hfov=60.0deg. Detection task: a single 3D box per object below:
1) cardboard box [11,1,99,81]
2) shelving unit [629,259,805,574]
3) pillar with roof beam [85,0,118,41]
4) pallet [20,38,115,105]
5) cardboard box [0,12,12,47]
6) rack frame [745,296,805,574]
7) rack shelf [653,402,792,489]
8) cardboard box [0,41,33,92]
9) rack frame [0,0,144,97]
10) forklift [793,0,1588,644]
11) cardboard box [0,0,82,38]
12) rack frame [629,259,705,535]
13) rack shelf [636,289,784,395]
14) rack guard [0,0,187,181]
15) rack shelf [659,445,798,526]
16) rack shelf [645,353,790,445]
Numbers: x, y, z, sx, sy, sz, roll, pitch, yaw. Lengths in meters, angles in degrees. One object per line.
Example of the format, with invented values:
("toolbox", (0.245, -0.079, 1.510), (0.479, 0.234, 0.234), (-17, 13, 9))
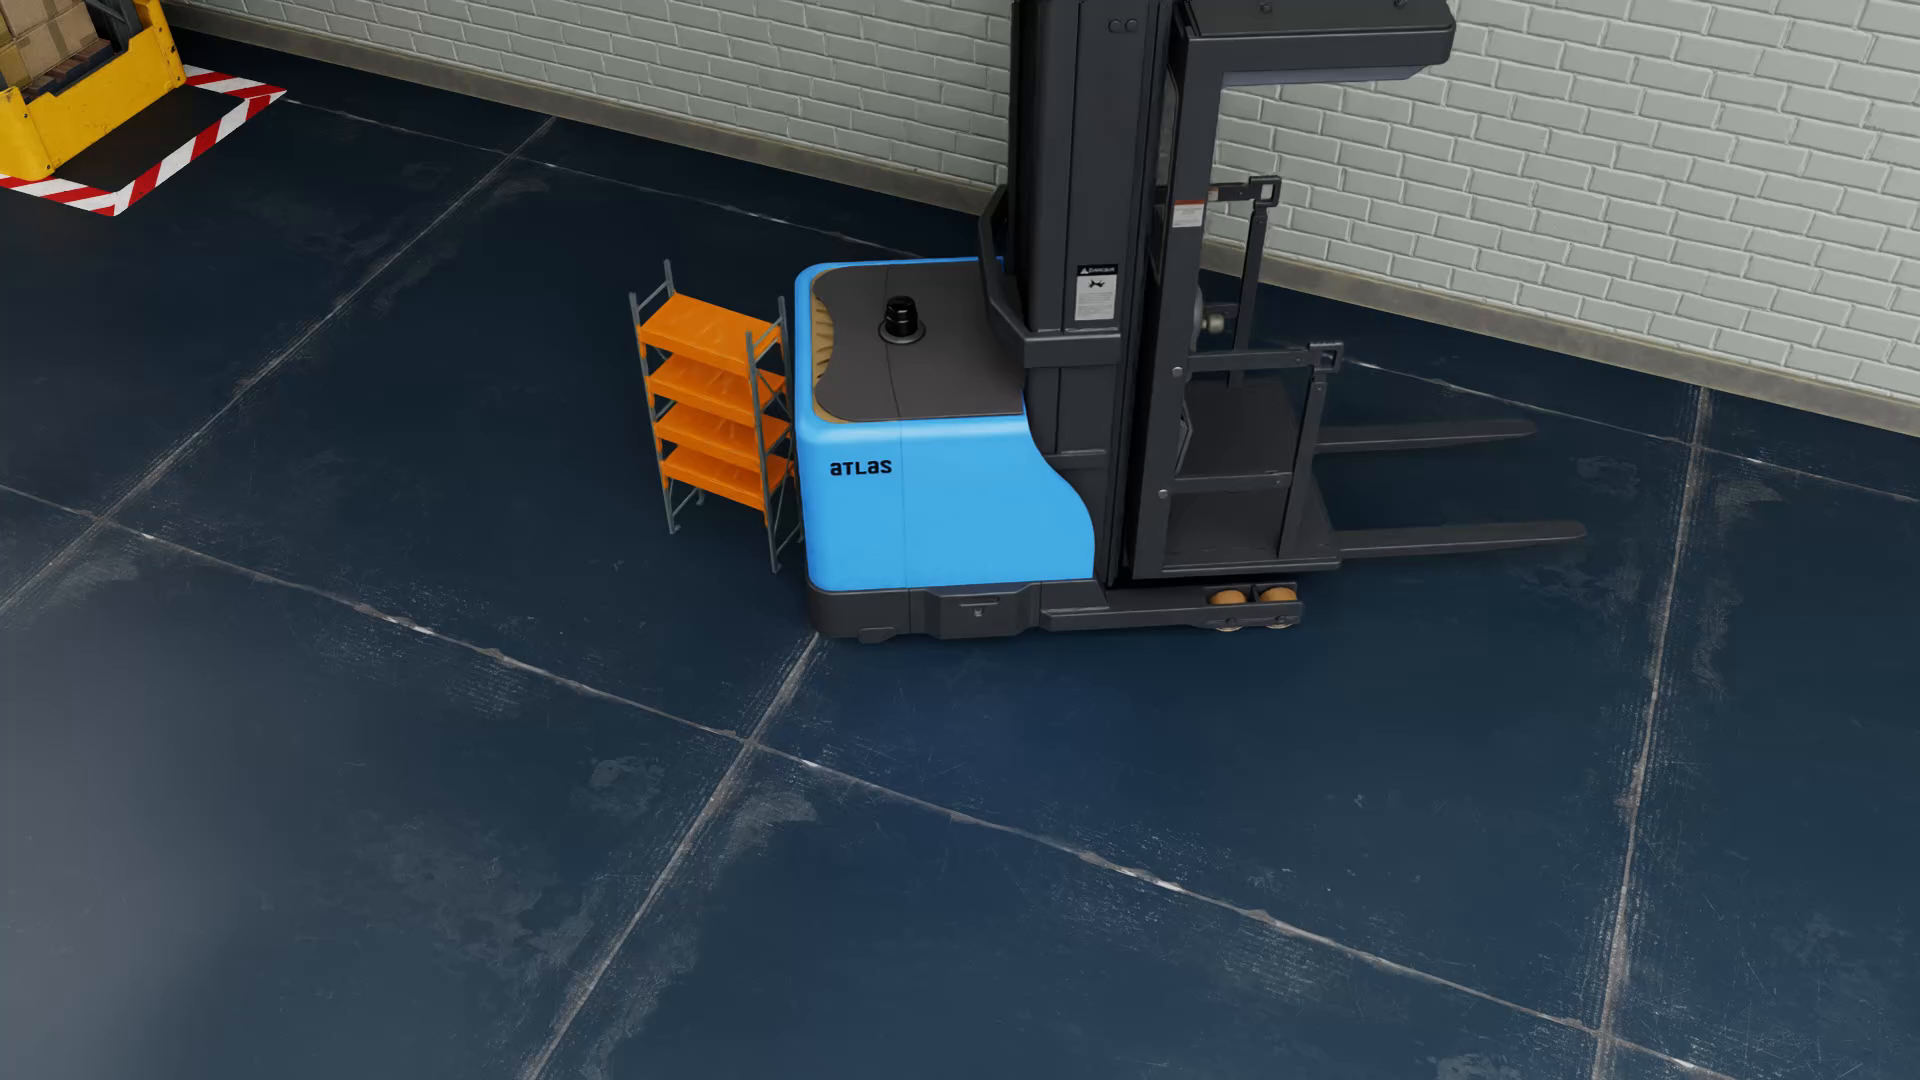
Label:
("cardboard box", (-5.110, -2.777, 9.066), (0.500, 0.250, 0.500), (17, 47, 16))
("shelving unit", (-0.904, -0.446, 6.348), (0.503, 1.200, 0.258), (20, 48, 19))
("pillar with roof beam", (-6.685, -3.442, 3.830), (0.400, 9.000, 9.100), (16, 47, 16))
("pallet", (-5.453, -2.534, 9.147), (1.213, 0.211, 1.003), (16, 47, 16))
("cardboard box", (-5.301, -2.622, 8.556), (0.500, 0.250, 0.500), (16, 47, 15))
("rack frame", (-0.686, -0.369, 6.270), (0.015, 1.200, 0.240), (20, 48, 19))
("rack shelf", (-0.904, -0.399, 6.395), (0.480, 0.148, 0.258), (20, 48, 19))
("cardboard box", (-5.287, -2.438, 8.726), (0.500, 0.250, 0.500), (17, 47, 16))
("rack frame", (-4.732, -3.342, 7.983), (0.127, 3.000, 1.000), (16, 47, 16))
("forklift", (0.906, -1.060, 5.737), (3.031, 2.935, 1.130), (-3, 45, -3))
("cardboard box", (-5.086, -2.957, 8.892), (0.500, 0.250, 0.500), (17, 47, 17))
("rack frame", (-1.121, -0.524, 6.426), (0.015, 1.200, 0.240), (20, 48, 19))
("rack shelf", (-0.904, -0.725, 6.071), (0.480, 0.148, 0.258), (20, 48, 19))
("rack guard", (-4.709, -2.450, 8.858), (0.348, 0.500, 1.175), (16, 47, 16))
("rack shelf", (-0.904, -0.258, 6.536), (0.480, 0.148, 0.258), (20, 48, 19))
("rack shelf", (-0.904, -0.557, 6.238), (0.480, 0.148, 0.258), (20, 48, 19))
